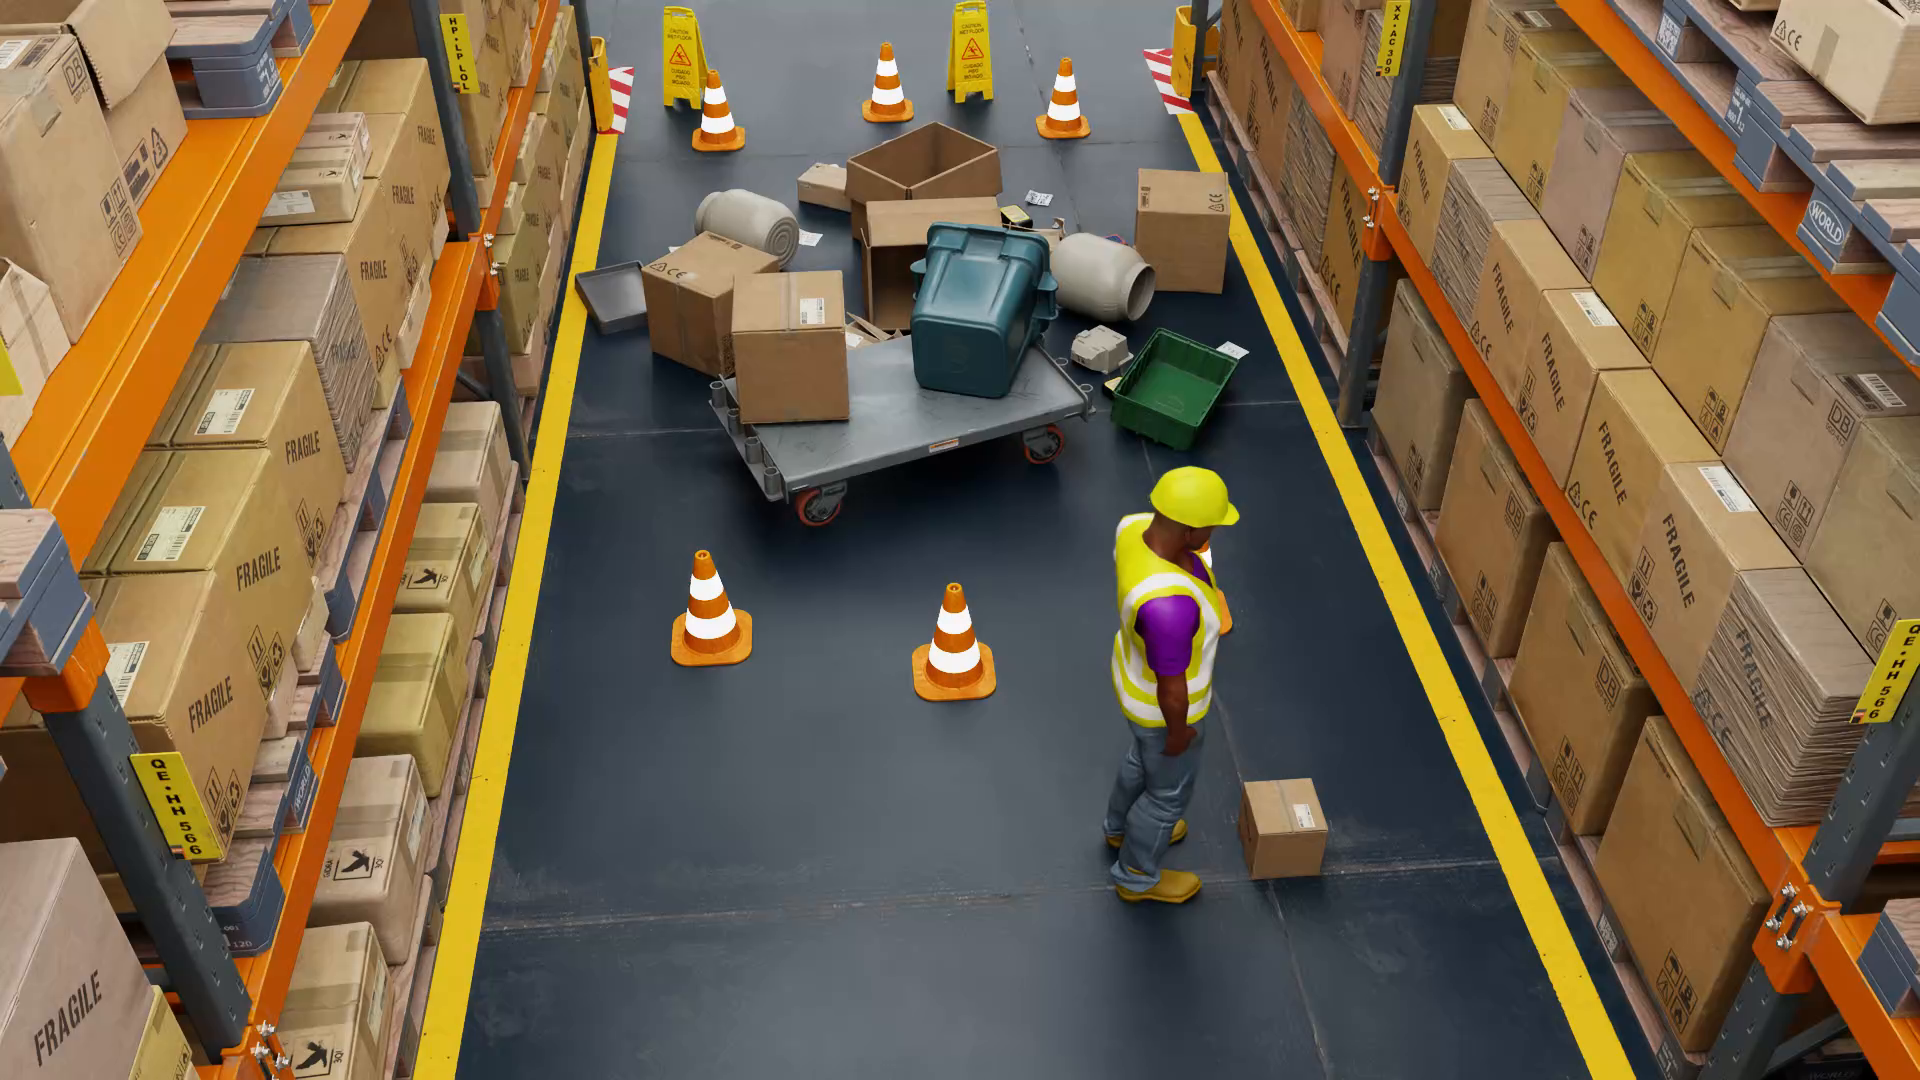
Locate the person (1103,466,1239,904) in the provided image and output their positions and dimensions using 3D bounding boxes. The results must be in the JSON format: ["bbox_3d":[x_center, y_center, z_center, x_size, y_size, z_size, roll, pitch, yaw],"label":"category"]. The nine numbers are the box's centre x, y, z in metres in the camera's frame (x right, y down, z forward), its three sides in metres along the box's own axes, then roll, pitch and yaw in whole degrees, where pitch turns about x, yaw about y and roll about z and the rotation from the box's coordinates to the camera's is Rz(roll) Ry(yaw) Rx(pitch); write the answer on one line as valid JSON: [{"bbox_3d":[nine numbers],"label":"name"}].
[{"bbox_3d":[0.675,0.480,5.545,0.368,1.759,0.568,-2,39,-3],"label":"person"}]
